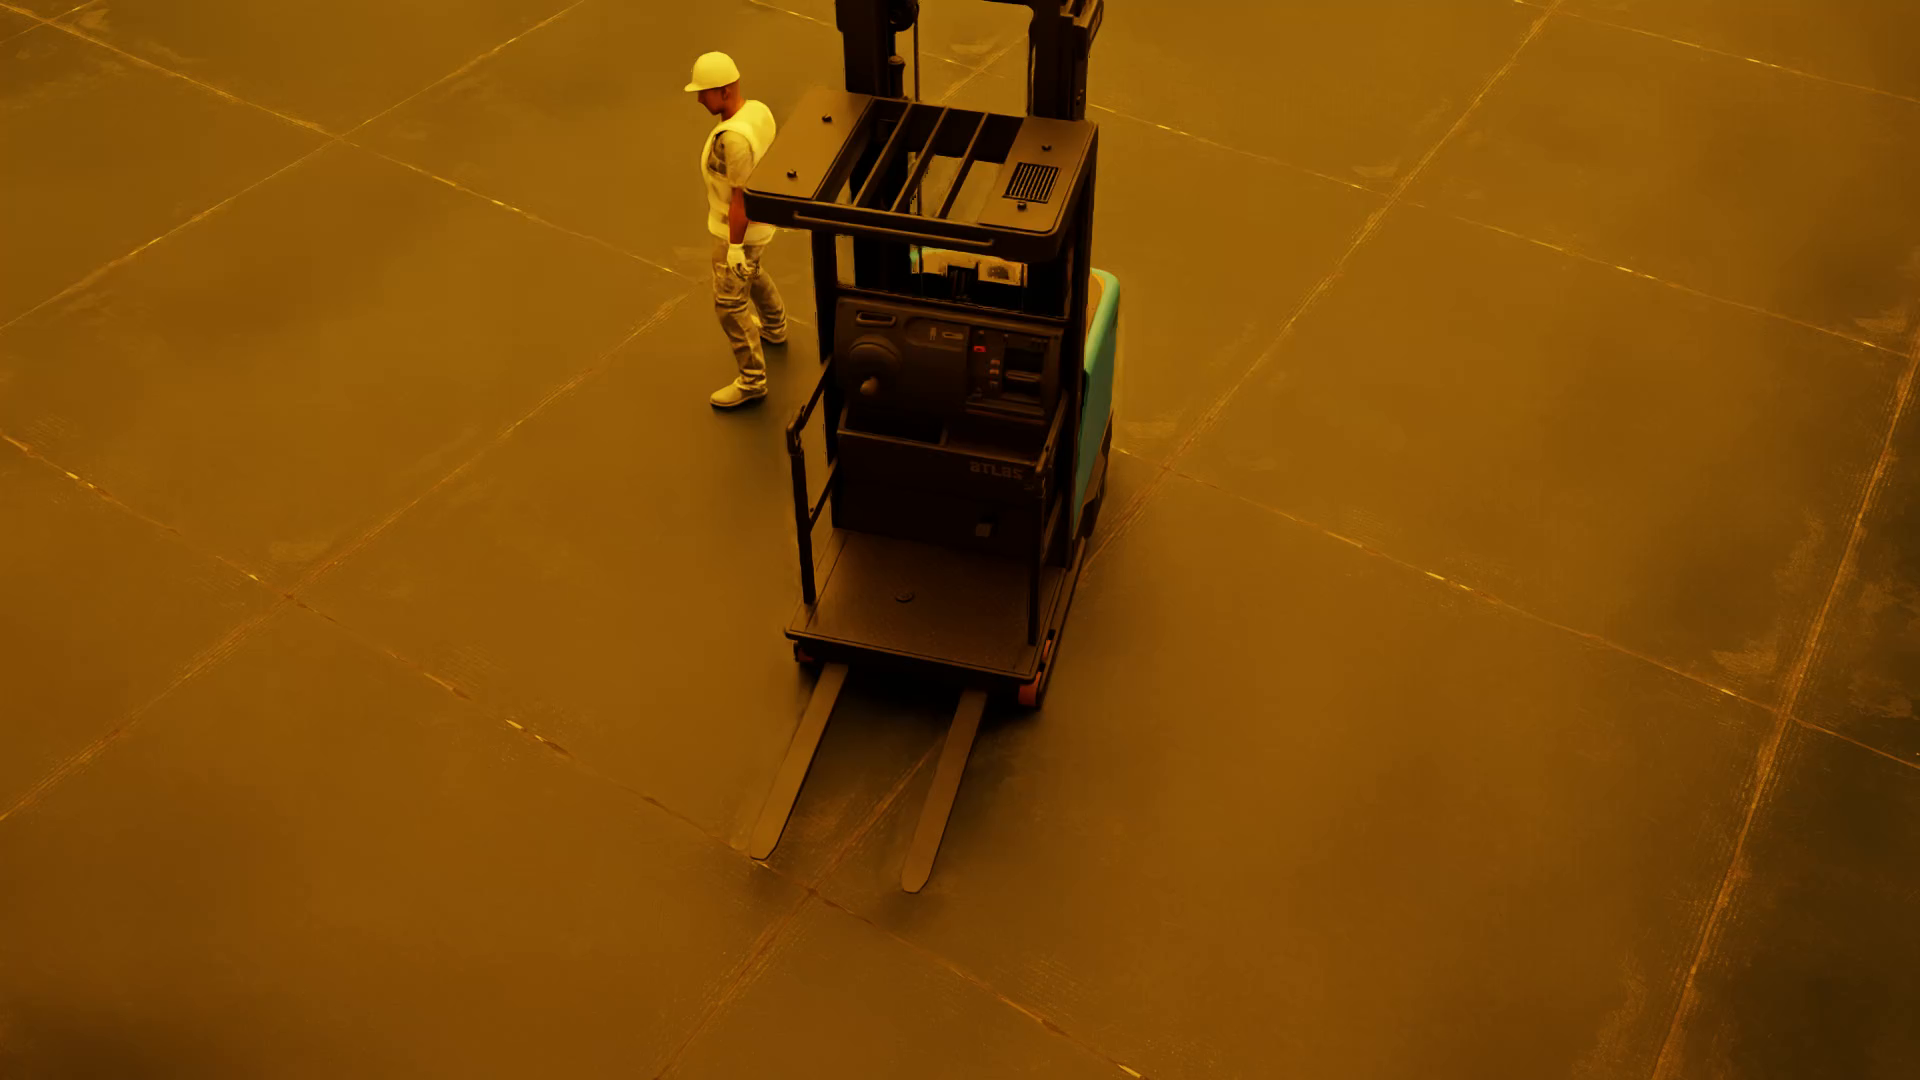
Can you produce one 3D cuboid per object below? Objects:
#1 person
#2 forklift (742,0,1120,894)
[{"bbox_3d":[-1.121,-1.614,8.411,0.405,1.748,0.881,5,44,5],"label":"person"},{"bbox_3d":[-0.106,-0.637,6.520,1.130,2.935,3.031,10,44,10],"label":"forklift"}]
